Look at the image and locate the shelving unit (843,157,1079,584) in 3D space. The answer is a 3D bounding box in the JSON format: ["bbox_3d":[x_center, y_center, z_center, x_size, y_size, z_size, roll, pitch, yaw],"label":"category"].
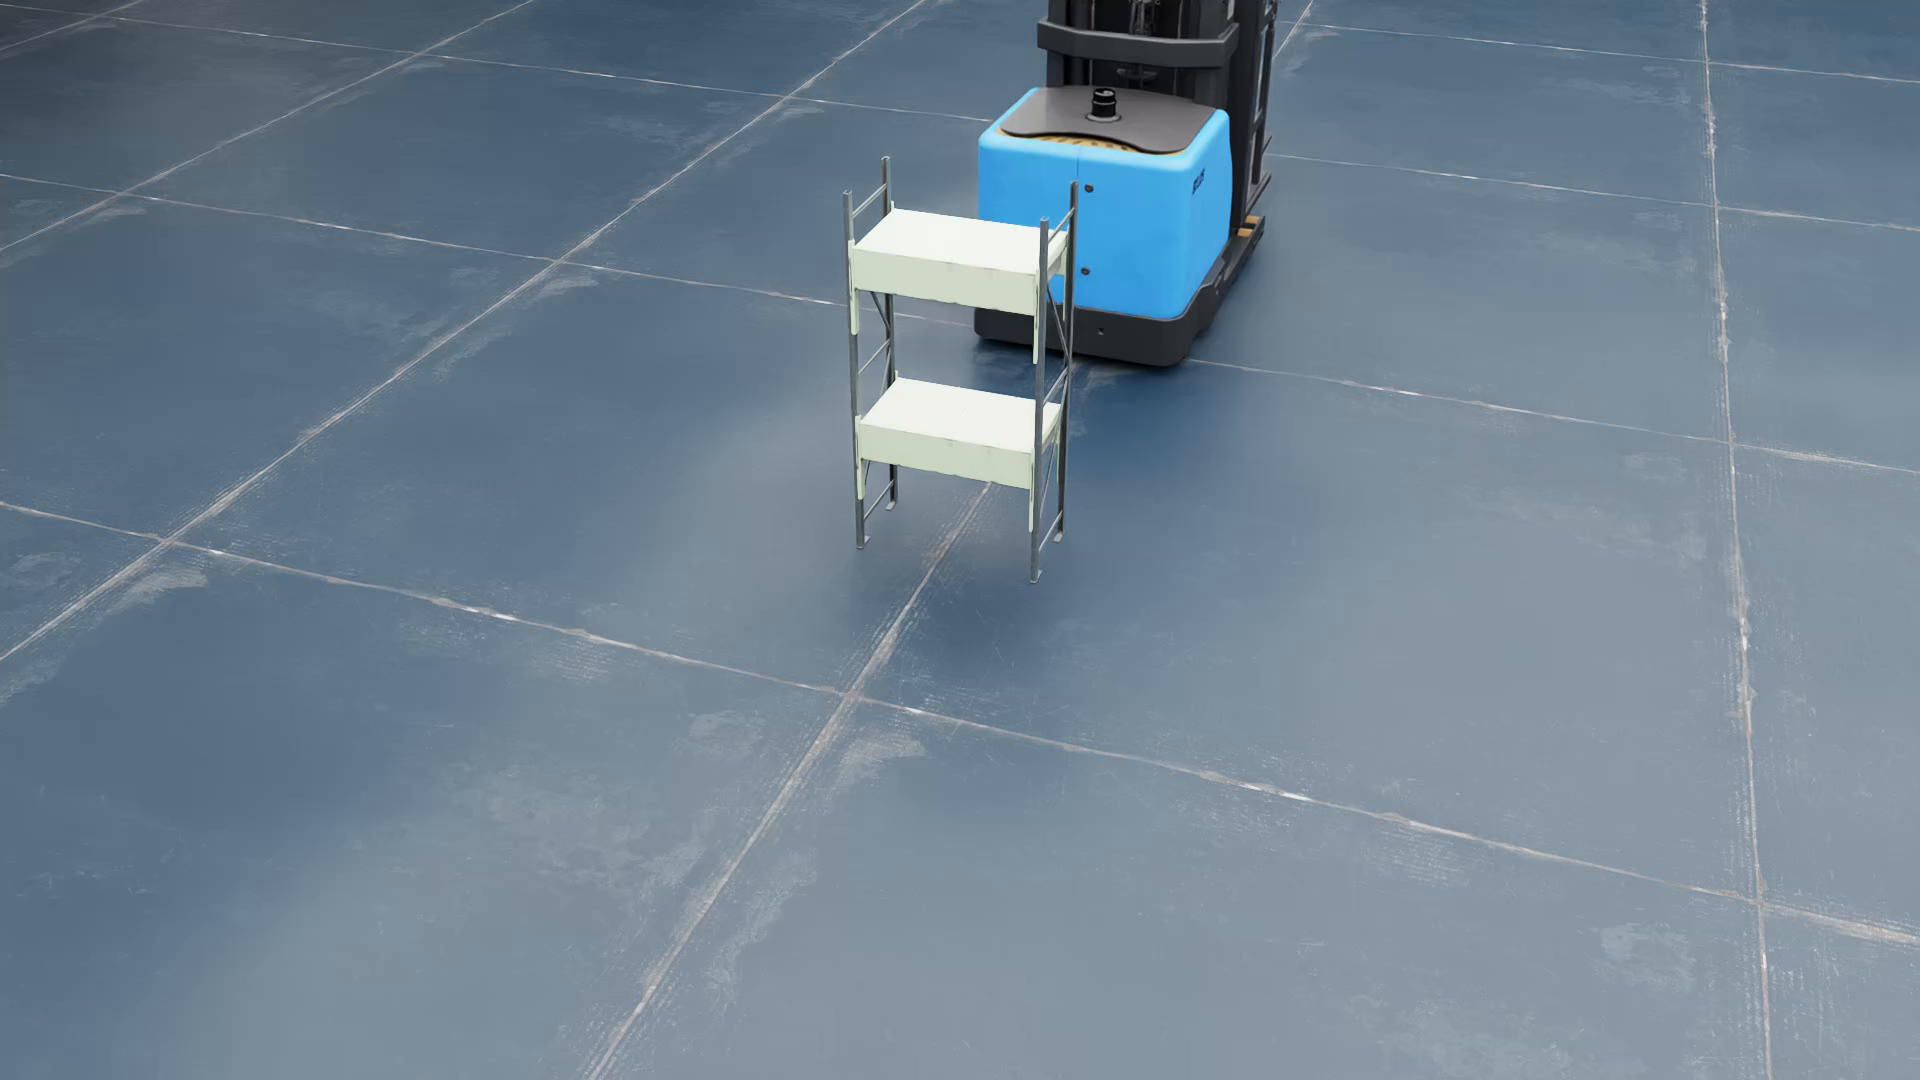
[{"bbox_3d":[0.006,-0.629,6.341,0.755,1.500,0.431,11,34,16],"label":"shelving unit"}]

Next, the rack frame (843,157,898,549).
[{"bbox_3d":[-0.338,-0.696,6.445,0.023,1.500,0.400,11,34,16],"label":"rack frame"}]

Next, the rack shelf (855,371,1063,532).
[{"bbox_3d":[0.006,-0.355,6.518,0.720,0.370,0.431,11,34,16],"label":"rack shelf"}]

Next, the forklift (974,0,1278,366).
[{"bbox_3d":[1.064,-2.847,8.458,1.130,2.935,3.031,12,35,17],"label":"forklift"}]

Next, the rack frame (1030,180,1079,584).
[{"bbox_3d":[0.351,-0.562,6.238,0.023,1.500,0.400,11,34,16],"label":"rack frame"}]

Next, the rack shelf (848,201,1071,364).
[{"bbox_3d":[0.006,-0.957,6.130,0.720,0.370,0.431,11,34,16],"label":"rack shelf"}]
